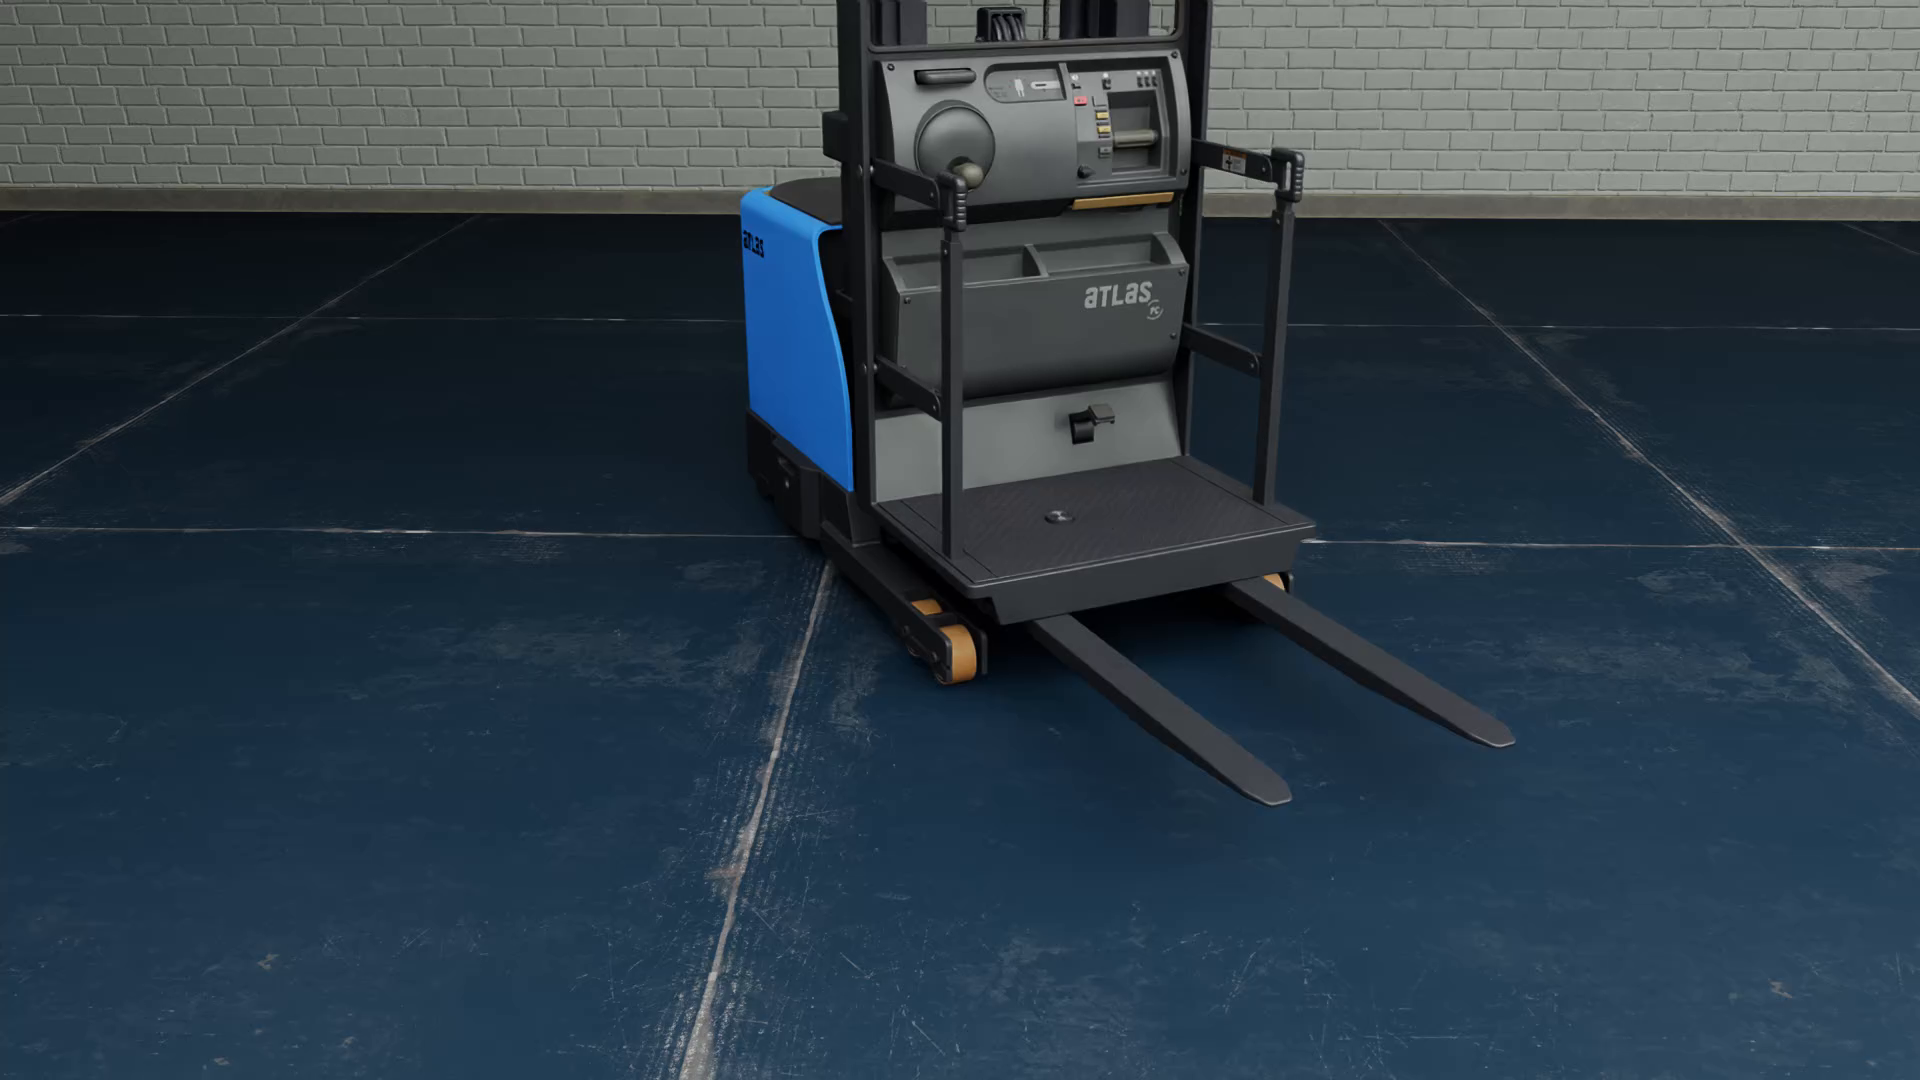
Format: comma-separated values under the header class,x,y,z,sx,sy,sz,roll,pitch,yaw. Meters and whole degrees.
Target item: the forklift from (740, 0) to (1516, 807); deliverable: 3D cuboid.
class,x,y,z,sx,sy,sz,roll,pitch,yaw
forklift,0.316,-1.151,4.443,1.130,2.935,3.031,-9,23,-23
